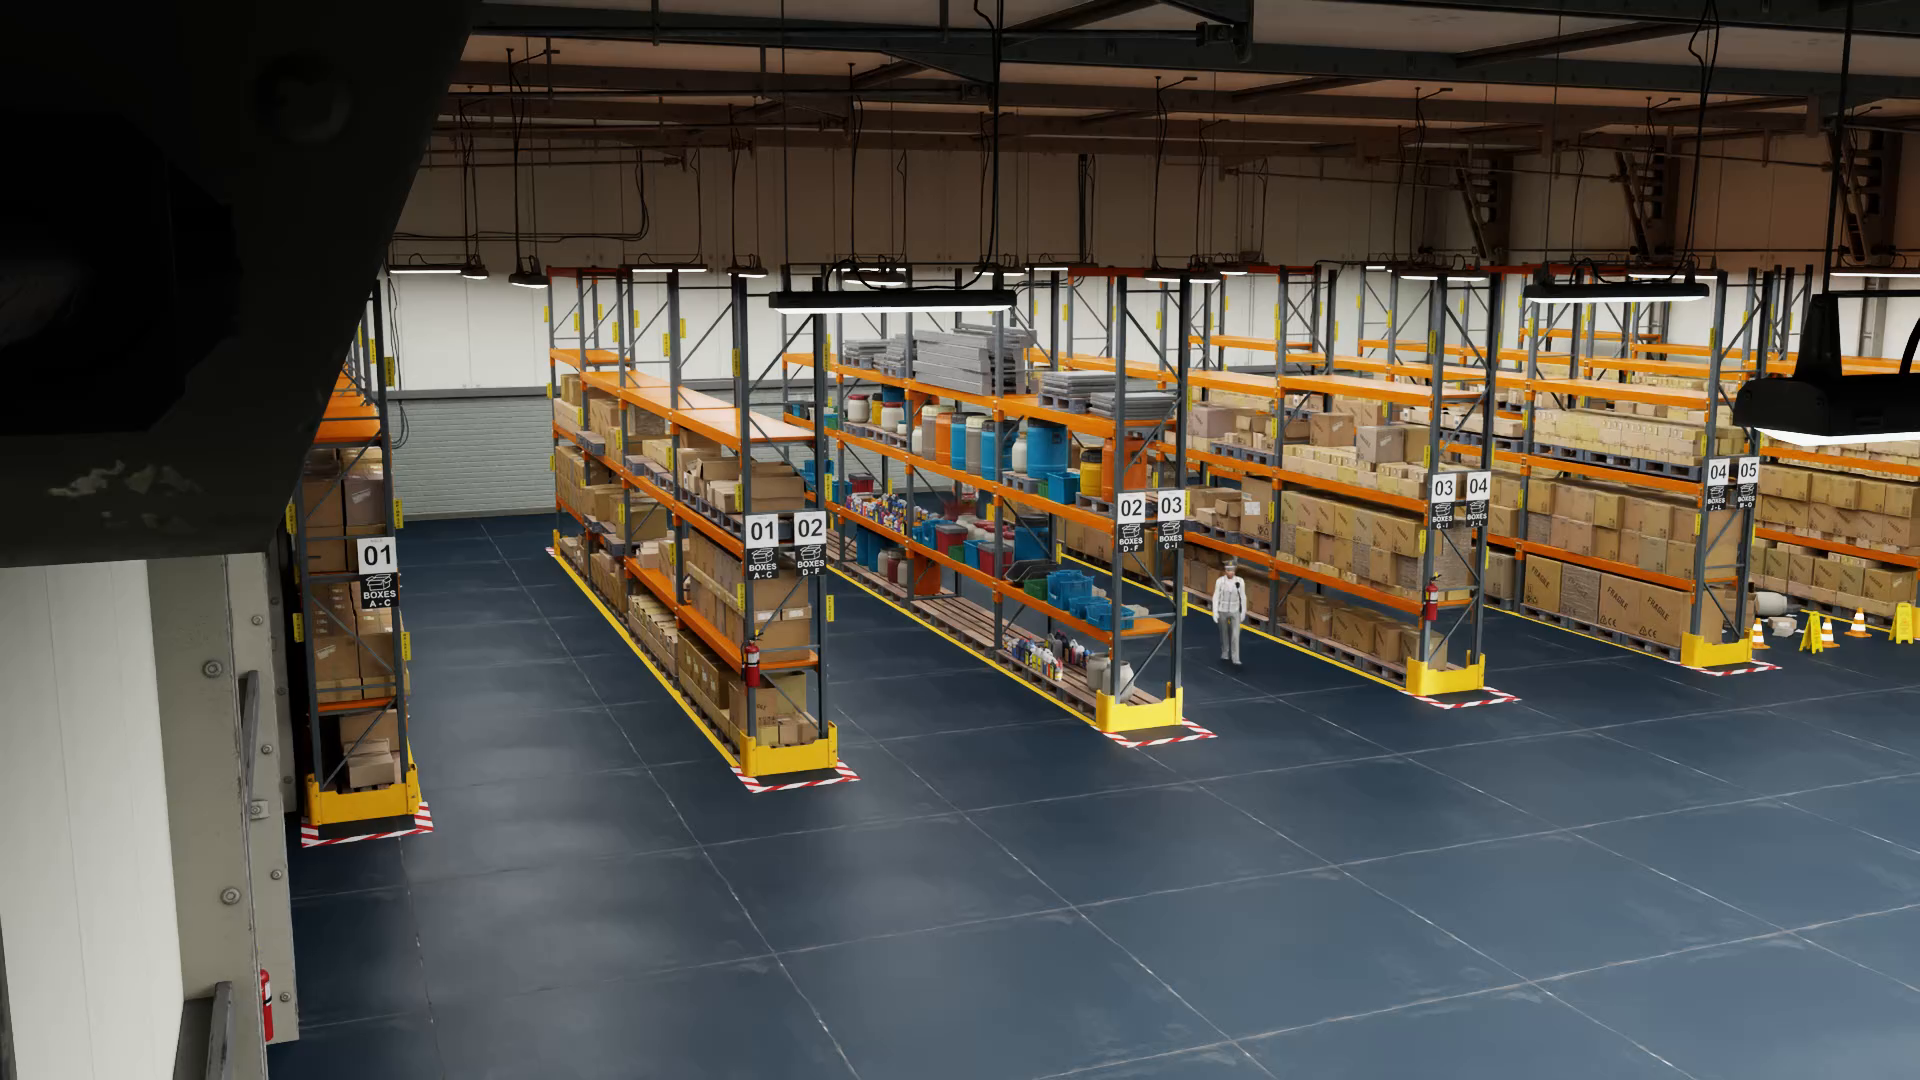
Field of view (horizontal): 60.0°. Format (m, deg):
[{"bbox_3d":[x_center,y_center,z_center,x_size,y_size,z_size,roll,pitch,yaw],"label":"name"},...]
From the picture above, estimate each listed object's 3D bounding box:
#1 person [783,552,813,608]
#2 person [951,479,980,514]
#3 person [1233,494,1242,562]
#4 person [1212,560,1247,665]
[{"bbox_3d":[-2.971,0.336,29.723,0.545,1.706,1.061,-4,11,-24],"label":"person"},{"bbox_3d":[0.144,-0.898,36.979,0.690,1.680,0.669,-2,10,-12],"label":"person"},{"bbox_3d":[5.432,-0.130,32.582,0.430,1.621,0.983,-2,10,-12],"label":"person"},{"bbox_3d":[4.123,1.113,25.490,0.514,1.616,1.050,2,10,13],"label":"person"}]
